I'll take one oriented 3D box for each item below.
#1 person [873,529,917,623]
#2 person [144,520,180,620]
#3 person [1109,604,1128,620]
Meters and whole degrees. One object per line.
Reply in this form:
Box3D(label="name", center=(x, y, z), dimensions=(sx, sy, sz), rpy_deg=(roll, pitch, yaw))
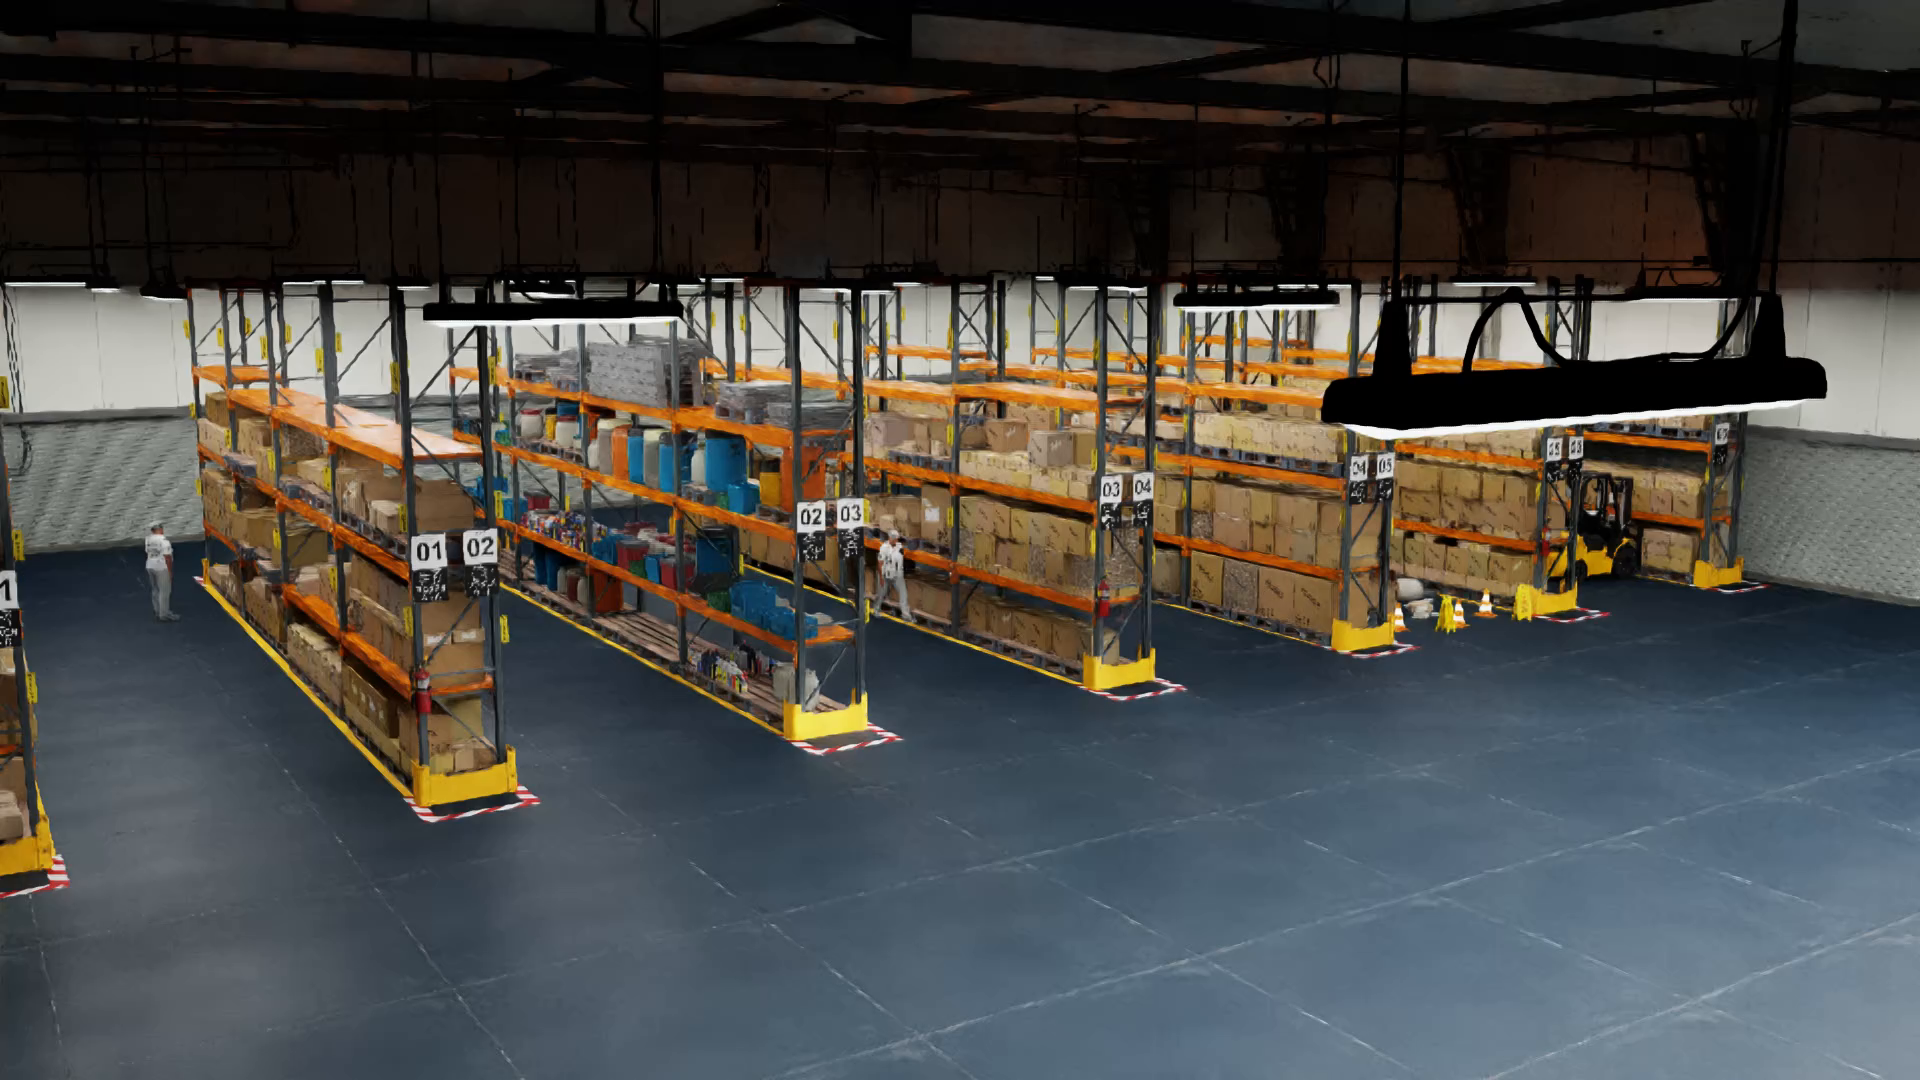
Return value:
Box3D(label="person", center=(-1.146, 0.584, 27.980), dimensions=(0.499, 1.574, 1.070), rpy_deg=(-5, 11, -29))
Box3D(label="person", center=(-14.178, 0.522, 29.545), dimensions=(0.589, 1.758, 0.469), rpy_deg=(5, 11, 27))
Box3D(label="person", center=(2.587, 0.507, 28.240), dimensions=(0.555, 1.653, 0.574), rpy_deg=(0, 10, -1))
